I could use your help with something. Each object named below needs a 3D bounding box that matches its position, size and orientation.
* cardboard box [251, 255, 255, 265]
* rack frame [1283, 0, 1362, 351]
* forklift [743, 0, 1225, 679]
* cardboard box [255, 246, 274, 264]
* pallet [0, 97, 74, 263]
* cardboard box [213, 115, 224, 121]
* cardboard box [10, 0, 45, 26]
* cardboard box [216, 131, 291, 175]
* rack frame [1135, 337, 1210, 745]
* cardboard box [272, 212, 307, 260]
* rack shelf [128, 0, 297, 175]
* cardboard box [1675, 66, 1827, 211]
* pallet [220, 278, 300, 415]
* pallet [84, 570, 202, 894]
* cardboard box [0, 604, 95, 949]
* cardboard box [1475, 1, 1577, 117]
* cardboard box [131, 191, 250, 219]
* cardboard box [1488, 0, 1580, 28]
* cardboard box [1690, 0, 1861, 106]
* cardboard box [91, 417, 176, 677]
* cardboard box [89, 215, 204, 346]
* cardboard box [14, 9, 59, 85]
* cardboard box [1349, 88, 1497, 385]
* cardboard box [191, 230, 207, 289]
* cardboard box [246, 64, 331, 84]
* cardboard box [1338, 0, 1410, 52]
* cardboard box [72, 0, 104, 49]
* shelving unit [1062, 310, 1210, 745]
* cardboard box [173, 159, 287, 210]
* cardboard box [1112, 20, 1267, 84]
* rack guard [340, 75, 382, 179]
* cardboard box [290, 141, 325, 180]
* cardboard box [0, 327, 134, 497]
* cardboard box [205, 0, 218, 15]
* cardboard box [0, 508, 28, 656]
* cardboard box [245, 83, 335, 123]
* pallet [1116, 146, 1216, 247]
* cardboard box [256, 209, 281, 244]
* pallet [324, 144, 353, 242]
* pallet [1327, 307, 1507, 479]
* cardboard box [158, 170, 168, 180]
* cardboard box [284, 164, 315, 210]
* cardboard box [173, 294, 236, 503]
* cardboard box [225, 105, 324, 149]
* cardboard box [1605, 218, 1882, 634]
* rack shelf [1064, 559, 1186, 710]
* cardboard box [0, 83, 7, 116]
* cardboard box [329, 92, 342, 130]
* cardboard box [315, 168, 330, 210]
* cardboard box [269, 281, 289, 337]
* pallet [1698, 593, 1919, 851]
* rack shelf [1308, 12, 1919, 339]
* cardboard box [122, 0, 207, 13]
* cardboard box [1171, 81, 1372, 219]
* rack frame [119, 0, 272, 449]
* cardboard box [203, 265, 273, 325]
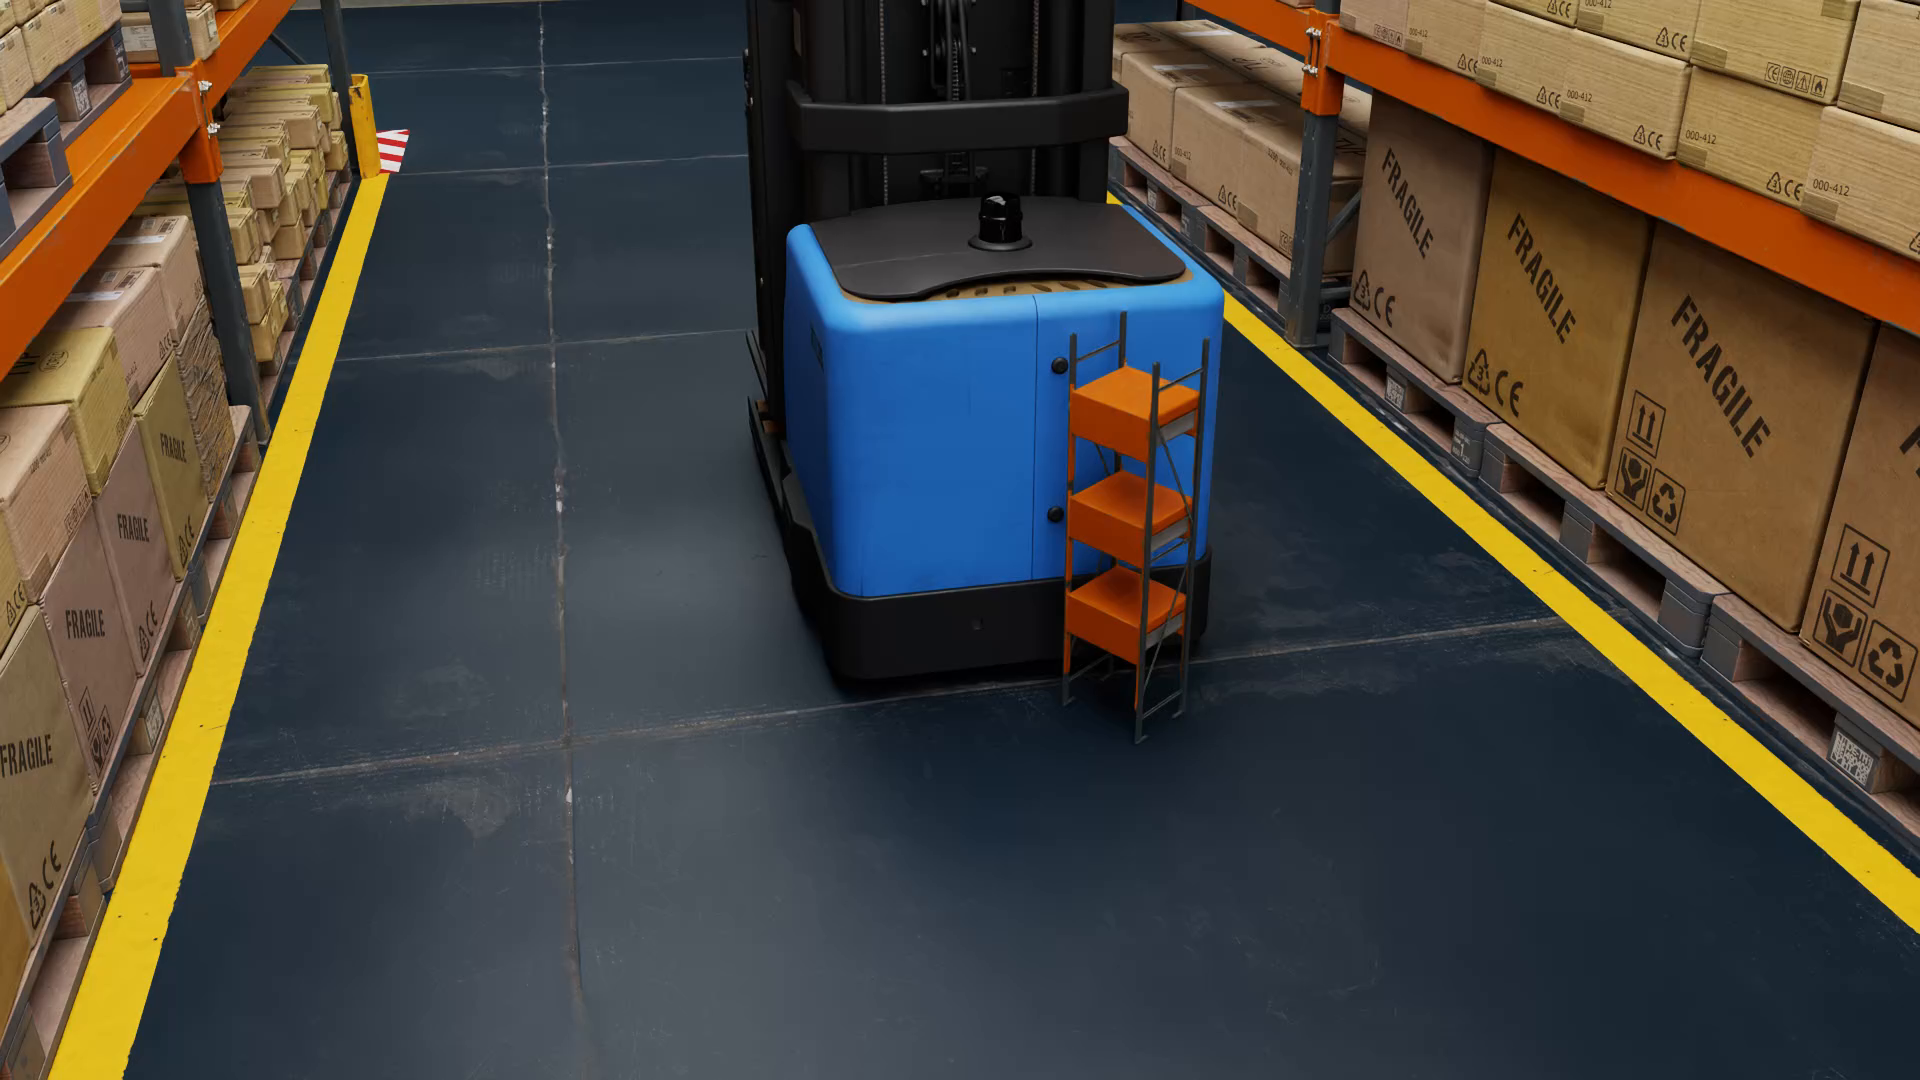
[{"bbox_3d":[-2.963,-1.087,6.443,0.380,0.149,0.250,-6,27,-12],"label":"cardboard box"},{"bbox_3d":[1.841,-2.190,6.260,1.000,3.000,0.127,-6,27,-12],"label":"rack frame"},{"bbox_3d":[-0.136,-1.586,5.139,1.130,2.935,3.031,-6,27,-11],"label":"forklift"},{"bbox_3d":[-3.000,-1.077,6.753,0.380,0.149,0.250,-7,28,-13],"label":"cardboard box"},{"bbox_3d":[-2.543,-0.666,3.454,1.003,0.211,1.213,-6,27,-12],"label":"pallet"},{"bbox_3d":[-3.992,-2.190,8.628,0.380,0.149,0.250,-5,27,-9],"label":"cardboard box"},{"bbox_3d":[-2.497,-1.352,4.082,0.380,0.149,0.250,-7,28,-13],"label":"cardboard box"},{"bbox_3d":[-3.162,-1.684,7.295,0.380,0.149,0.250,-6,27,-11],"label":"cardboard box"},{"bbox_3d":[0.509,0.027,4.019,0.008,1.050,0.200,25,39,38],"label":"rack frame"},{"bbox_3d":[-3.060,-1.316,7.225,0.380,0.149,0.250,-7,28,-13],"label":"cardboard box"},{"bbox_3d":[-3.410,-2.200,7.078,1.077,0.370,4.000,-6,27,-12],"label":"rack shelf"},{"bbox_3d":[2.147,-1.008,4.084,0.500,0.250,0.500,-6,27,-12],"label":"cardboard box"},{"bbox_3d":[-3.145,-0.689,6.381,1.003,0.211,1.213,-6,27,-12],"label":"pallet"},{"bbox_3d":[-2.504,0.480,4.064,1.003,0.211,1.213,-6,27,-12],"label":"pallet"},{"bbox_3d":[-2.085,0.485,3.269,0.500,0.500,0.500,-6,27,-11],"label":"cardboard box"},{"bbox_3d":[1.901,-1.449,4.959,0.500,0.250,0.500,-6,27,-12],"label":"cardboard box"},{"bbox_3d":[-2.944,-1.228,6.392,0.380,0.149,0.250,-6,27,-12],"label":"cardboard box"},{"bbox_3d":[1.898,-1.674,4.849,0.500,0.250,0.500,-6,27,-11],"label":"cardboard box"},{"bbox_3d":[2.131,-1.224,3.958,0.500,0.250,0.500,-7,28,-13],"label":"cardboard box"},{"bbox_3d":[-2.320,0.036,4.158,0.500,0.500,0.500,-7,28,-13],"label":"cardboard box"},{"bbox_3d":[-2.545,-0.748,4.879,0.500,0.250,0.500,-7,28,-13],"label":"cardboard box"},{"bbox_3d":[-2.507,-1.230,4.171,0.380,0.149,0.250,-7,28,-14],"label":"cardboard box"},{"bbox_3d":[2.059,-1.165,6.121,0.875,0.875,0.875,-5,27,-10],"label":"cardboard box"},{"bbox_3d":[-2.835,-0.995,5.931,0.380,0.149,0.250,-5,27,-9],"label":"cardboard box"},{"bbox_3d":[-3.494,-2.373,8.659,0.380,0.149,0.250,-6,27,-11],"label":"cardboard box"},{"bbox_3d":[1.683,-1.903,5.858,0.500,0.250,0.500,-7,28,-13],"label":"cardboard box"},{"bbox_3d":[-2.617,-1.450,4.606,0.380,0.149,0.250,-6,27,-11],"label":"cardboard box"},{"bbox_3d":[0.421,-0.014,4.094,0.252,1.050,0.215,25,39,38],"label":"shelving unit"},{"bbox_3d":[-3.003,-1.461,6.853,0.380,0.149,0.250,-5,27,-10],"label":"cardboard box"},{"bbox_3d":[1.186,-2.710,9.668,0.875,0.438,0.875,-7,28,-13],"label":"cardboard box"},{"bbox_3d":[-3.843,-2.250,9.152,1.175,0.500,0.348,-6,27,-12],"label":"rack guard"},{"bbox_3d":[-3.215,-1.790,7.835,0.380,0.149,0.250,-6,27,-11],"label":"cardboard box"},{"bbox_3d":[-2.309,-0.290,3.972,0.500,0.250,0.500,-7,28,-14],"label":"cardboard box"},{"bbox_3d":[-3.001,-2.026,6.213,0.380,0.149,0.250,-7,28,-14],"label":"cardboard box"},{"bbox_3d":[-2.091,0.157,3.086,0.500,0.250,0.500,-6,27,-12],"label":"cardboard box"},{"bbox_3d":[-3.311,-2.156,8.229,0.380,0.149,0.250,-7,28,-13],"label":"cardboard box"},{"bbox_3d":[1.467,-1.823,8.628,1.003,0.211,1.213,-6,27,-12],"label":"pallet"},{"bbox_3d":[-3.060,-1.329,6.922,0.380,0.149,0.250,-5,27,-9],"label":"cardboard box"},{"bbox_3d":[-3.695,-1.760,8.503,1.003,0.211,1.213,-6,27,-12],"label":"pallet"},{"bbox_3d":[2.088,-0.614,6.232,1.003,0.211,1.213,-6,27,-12],"label":"pallet"},{"bbox_3d":[-3.608,-1.638,7.205,0.380,0.149,0.250,-6,27,-11],"label":"cardboard box"},{"bbox_3d":[-3.086,-1.557,7.374,0.380,0.149,0.250,-6,27,-11],"label":"cardboard box"},{"bbox_3d":[-2.547,-0.415,5.051,0.500,0.500,0.500,-6,27,-13],"label":"cardboard box"},{"bbox_3d":[-3.200,-1.923,7.769,0.380,0.149,0.250,-5,27,-10],"label":"cardboard box"},{"bbox_3d":[2.471,-0.376,4.559,0.875,0.875,0.875,-6,27,-11],"label":"cardboard box"},{"bbox_3d":[0.425,0.236,4.238,0.240,0.259,0.215,25,39,38],"label":"rack shelf"},{"bbox_3d":[-2.380,-0.992,3.700,0.380,0.149,0.250,-5,27,-9],"label":"cardboard box"},{"bbox_3d":[-3.463,-2.244,8.734,0.380,0.149,0.250,-7,28,-13],"label":"cardboard box"},{"bbox_3d":[-3.219,-1.664,7.915,0.380,0.149,0.250,-7,28,-14],"label":"cardboard box"},{"bbox_3d":[-2.788,-0.867,6.336,0.380,0.149,0.250,-5,27,-10],"label":"cardboard box"},{"bbox_3d":[2.638,0.457,4.110,1.003,0.211,1.213,-6,27,-12],"label":"pallet"},{"bbox_3d":[2.292,-0.991,4.682,1.077,0.370,4.000,-6,27,-12],"label":"rack shelf"},{"bbox_3d":[-2.825,-2.063,5.568,0.500,0.500,0.500,-6,27,-13],"label":"cardboard box"},{"bbox_3d":[1.602,-1.913,8.089,0.875,0.438,0.875,-7,28,-13],"label":"cardboard box"},{"bbox_3d":[-2.959,-1.643,5.176,1.000,3.000,0.127,-6,27,-12],"label":"rack frame"},{"bbox_3d":[-2.729,-0.882,6.036,0.380,0.149,0.250,-5,27,-9],"label":"cardboard box"}]
